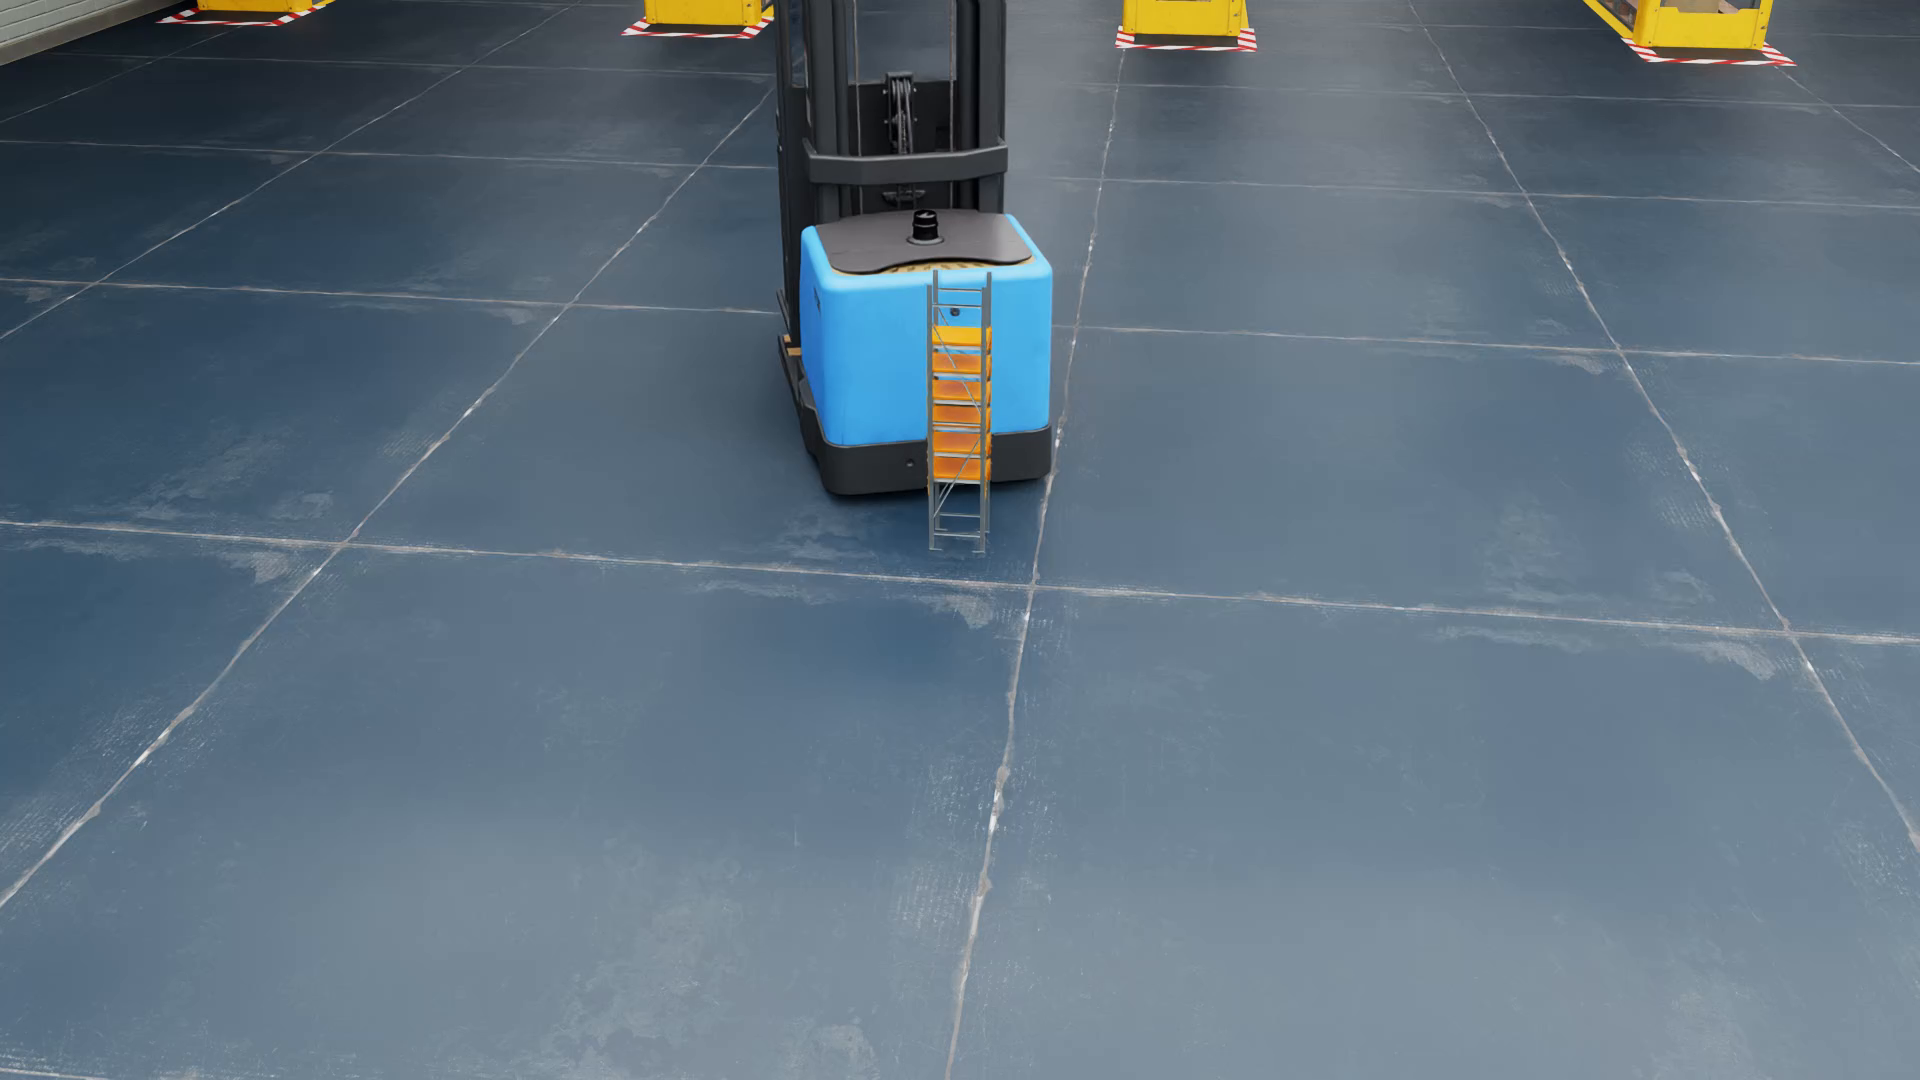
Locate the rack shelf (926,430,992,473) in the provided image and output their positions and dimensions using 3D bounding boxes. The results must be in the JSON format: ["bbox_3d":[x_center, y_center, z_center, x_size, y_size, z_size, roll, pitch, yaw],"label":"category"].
[{"bbox_3d":[-0.002,-0.377,7.031,0.258,0.103,0.180,3,28,6],"label":"rack shelf"}]

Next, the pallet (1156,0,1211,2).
[{"bbox_3d":[2.336,-5.608,17.438,1.003,0.211,1.213,3,28,6],"label":"pallet"}]

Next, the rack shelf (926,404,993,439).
[{"bbox_3d":[-0.002,-0.482,6.974,0.258,0.103,0.180,3,28,6],"label":"rack shelf"}]

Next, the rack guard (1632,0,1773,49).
[{"bbox_3d":[7.193,-5.063,16.121,1.175,0.500,0.348,3,28,6],"label":"rack guard"}]

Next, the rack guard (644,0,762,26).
[{"bbox_3d":[-2.650,-5.593,17.105,1.175,0.500,0.348,3,28,6],"label":"rack guard"}]

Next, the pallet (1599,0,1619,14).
[{"bbox_3d":[7.480,-5.889,17.958,1.003,0.211,1.213,3,28,6],"label":"pallet"}]

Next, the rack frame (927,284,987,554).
[{"bbox_3d":[-0.013,-0.478,6.873,0.240,1.200,0.006,3,28,6],"label":"rack frame"}]

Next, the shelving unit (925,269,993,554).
[{"bbox_3d":[-0.002,-0.521,6.953,0.258,1.200,0.189,3,28,6],"label":"shelving unit"}]

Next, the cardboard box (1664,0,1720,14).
[{"bbox_3d":[7.277,-5.505,16.498,0.500,0.500,0.500,9,30,16],"label":"cardboard box"}]

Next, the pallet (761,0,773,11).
[{"bbox_3d":[-2.595,-5.840,17.867,1.003,0.211,1.213,3,28,6],"label":"pallet"}]

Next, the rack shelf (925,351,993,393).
[{"bbox_3d":[-0.002,-0.694,6.860,0.258,0.103,0.180,3,28,6],"label":"rack shelf"}]

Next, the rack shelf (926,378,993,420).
[{"bbox_3d":[-0.002,-0.588,6.917,0.258,0.103,0.180,3,28,6],"label":"rack shelf"}]

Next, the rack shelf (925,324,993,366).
[{"bbox_3d":[-0.002,-0.799,6.803,0.258,0.103,0.180,3,28,6],"label":"rack shelf"}]

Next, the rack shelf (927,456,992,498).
[{"bbox_3d":[-0.002,-0.271,7.088,0.258,0.103,0.180,3,28,6],"label":"rack shelf"}]

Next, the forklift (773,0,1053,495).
[{"bbox_3d":[-0.373,-2.173,8.192,1.130,2.935,3.031,-5,29,-10],"label":"forklift"}]

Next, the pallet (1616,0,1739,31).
[{"bbox_3d":[7.328,-5.316,16.895,1.003,0.211,1.213,3,28,6],"label":"pallet"}]

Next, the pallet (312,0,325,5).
[{"bbox_3d":[-7.420,-6.180,18.498,1.003,0.211,1.213,3,28,6],"label":"pallet"}]

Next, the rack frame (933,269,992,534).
[{"bbox_3d":[0.009,-0.564,7.033,0.240,1.200,0.006,3,28,6],"label":"rack frame"}]

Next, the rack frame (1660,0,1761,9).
[{"bbox_3d":[7.184,-6.128,15.461,1.000,3.000,0.127,3,28,6],"label":"rack frame"}]

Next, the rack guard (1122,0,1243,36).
[{"bbox_3d":[2.231,-5.354,16.660,1.175,0.500,0.348,3,28,6],"label":"rack guard"}]

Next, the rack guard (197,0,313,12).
[{"bbox_3d":[-7.555,-5.927,17.724,1.175,0.500,0.348,3,28,6],"label":"rack guard"}]
